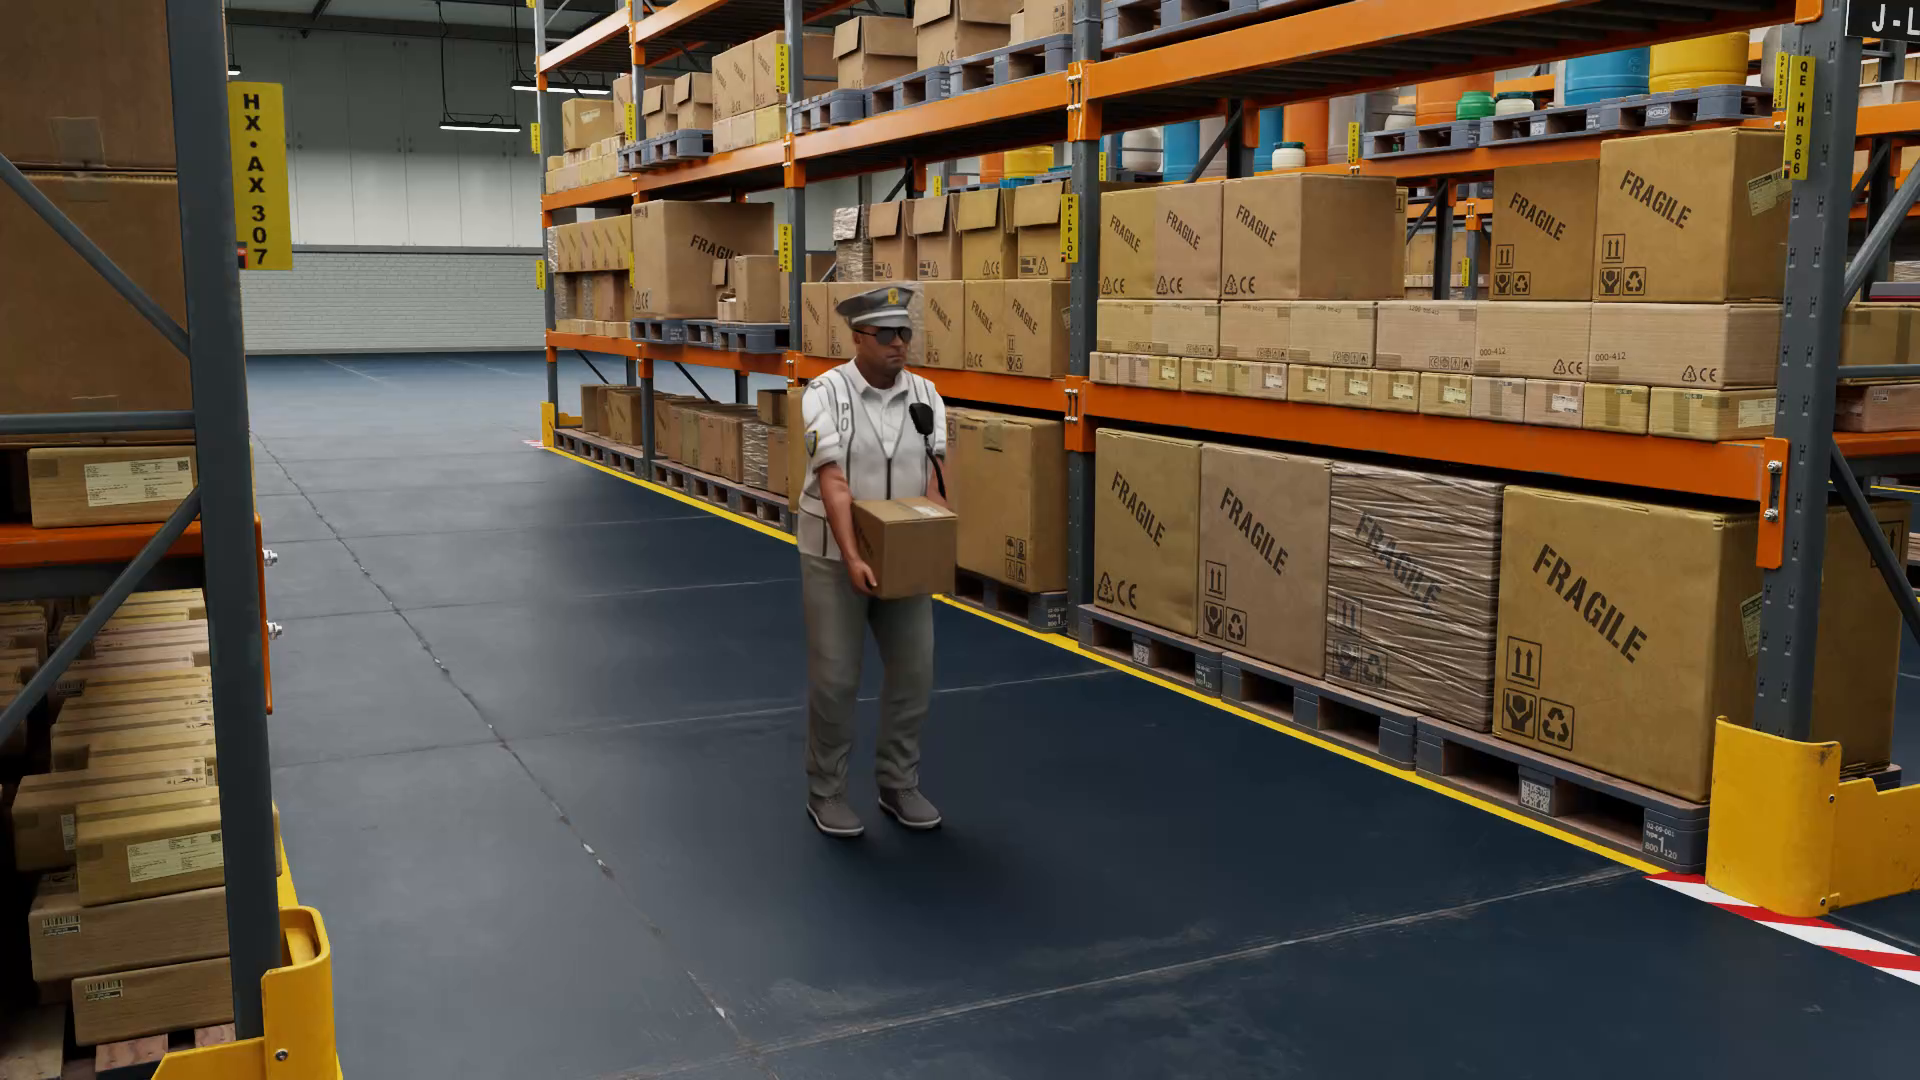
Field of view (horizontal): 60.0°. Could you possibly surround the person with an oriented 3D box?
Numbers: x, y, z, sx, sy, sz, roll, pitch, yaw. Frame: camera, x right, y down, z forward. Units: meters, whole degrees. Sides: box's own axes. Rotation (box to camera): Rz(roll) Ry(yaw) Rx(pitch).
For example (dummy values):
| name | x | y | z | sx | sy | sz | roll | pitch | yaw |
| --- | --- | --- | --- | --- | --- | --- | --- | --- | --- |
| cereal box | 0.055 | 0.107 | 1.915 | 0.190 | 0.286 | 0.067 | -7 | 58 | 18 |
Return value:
| name | x | y | z | sx | sy | sz | roll | pitch | yaw |
| --- | --- | --- | --- | --- | --- | --- | --- | --- | --- |
| person | -0.256 | 0.067 | 5.372 | 0.489 | 1.759 | 0.581 | -4 | 9 | -27 |
